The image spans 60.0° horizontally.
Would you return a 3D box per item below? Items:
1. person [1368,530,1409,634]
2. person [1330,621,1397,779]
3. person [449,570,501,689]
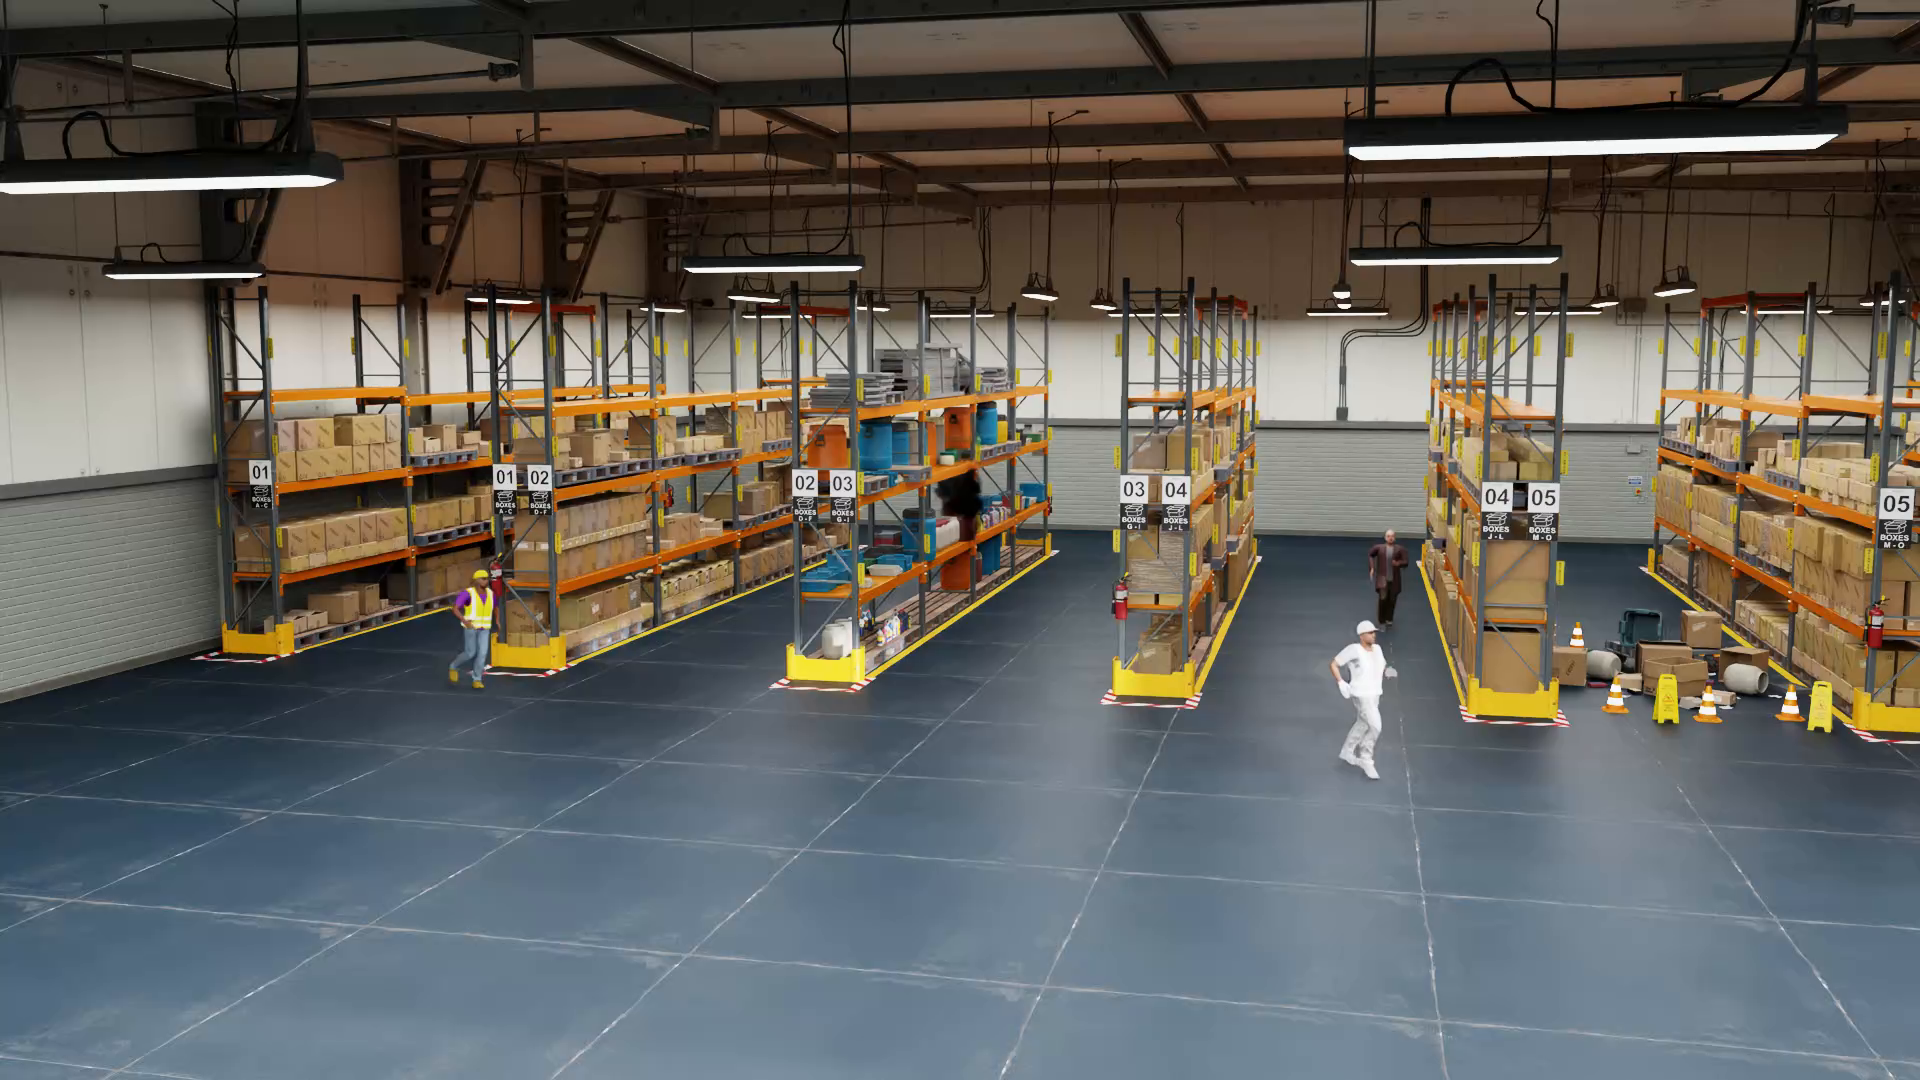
[{"bbox_3d":[7.599,0.741,29.503,0.667,1.843,0.822,1,7,6],"label":"person"},{"bbox_3d":[4.792,1.871,19.633,0.663,1.843,0.766,-6,9,-42],"label":"person"},{"bbox_3d":[-7.160,1.308,24.762,0.805,1.729,0.755,7,9,45],"label":"person"}]
